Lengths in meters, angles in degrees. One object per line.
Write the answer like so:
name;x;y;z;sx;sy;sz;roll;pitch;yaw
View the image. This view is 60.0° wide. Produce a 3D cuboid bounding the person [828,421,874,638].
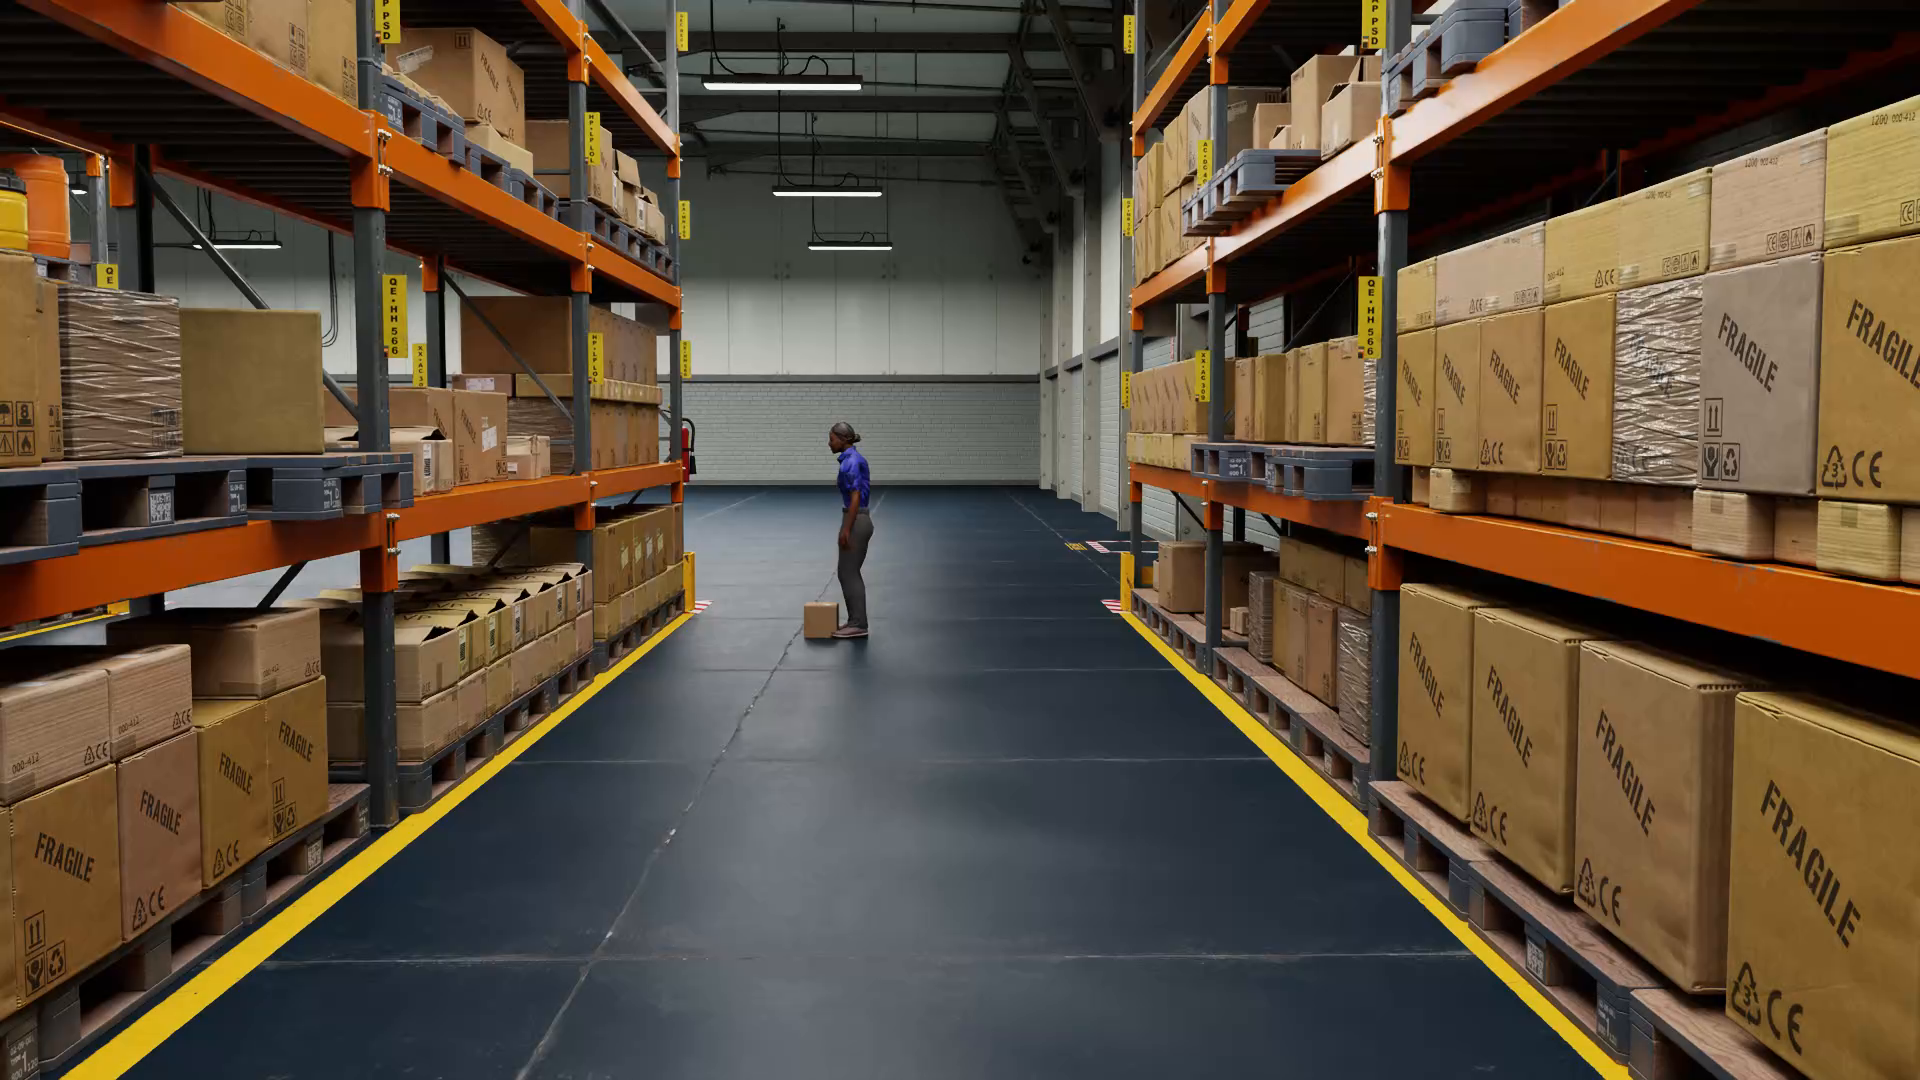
person;-0.837;-0.085;12.794;0.347;1.655;0.507;0;4;-1
